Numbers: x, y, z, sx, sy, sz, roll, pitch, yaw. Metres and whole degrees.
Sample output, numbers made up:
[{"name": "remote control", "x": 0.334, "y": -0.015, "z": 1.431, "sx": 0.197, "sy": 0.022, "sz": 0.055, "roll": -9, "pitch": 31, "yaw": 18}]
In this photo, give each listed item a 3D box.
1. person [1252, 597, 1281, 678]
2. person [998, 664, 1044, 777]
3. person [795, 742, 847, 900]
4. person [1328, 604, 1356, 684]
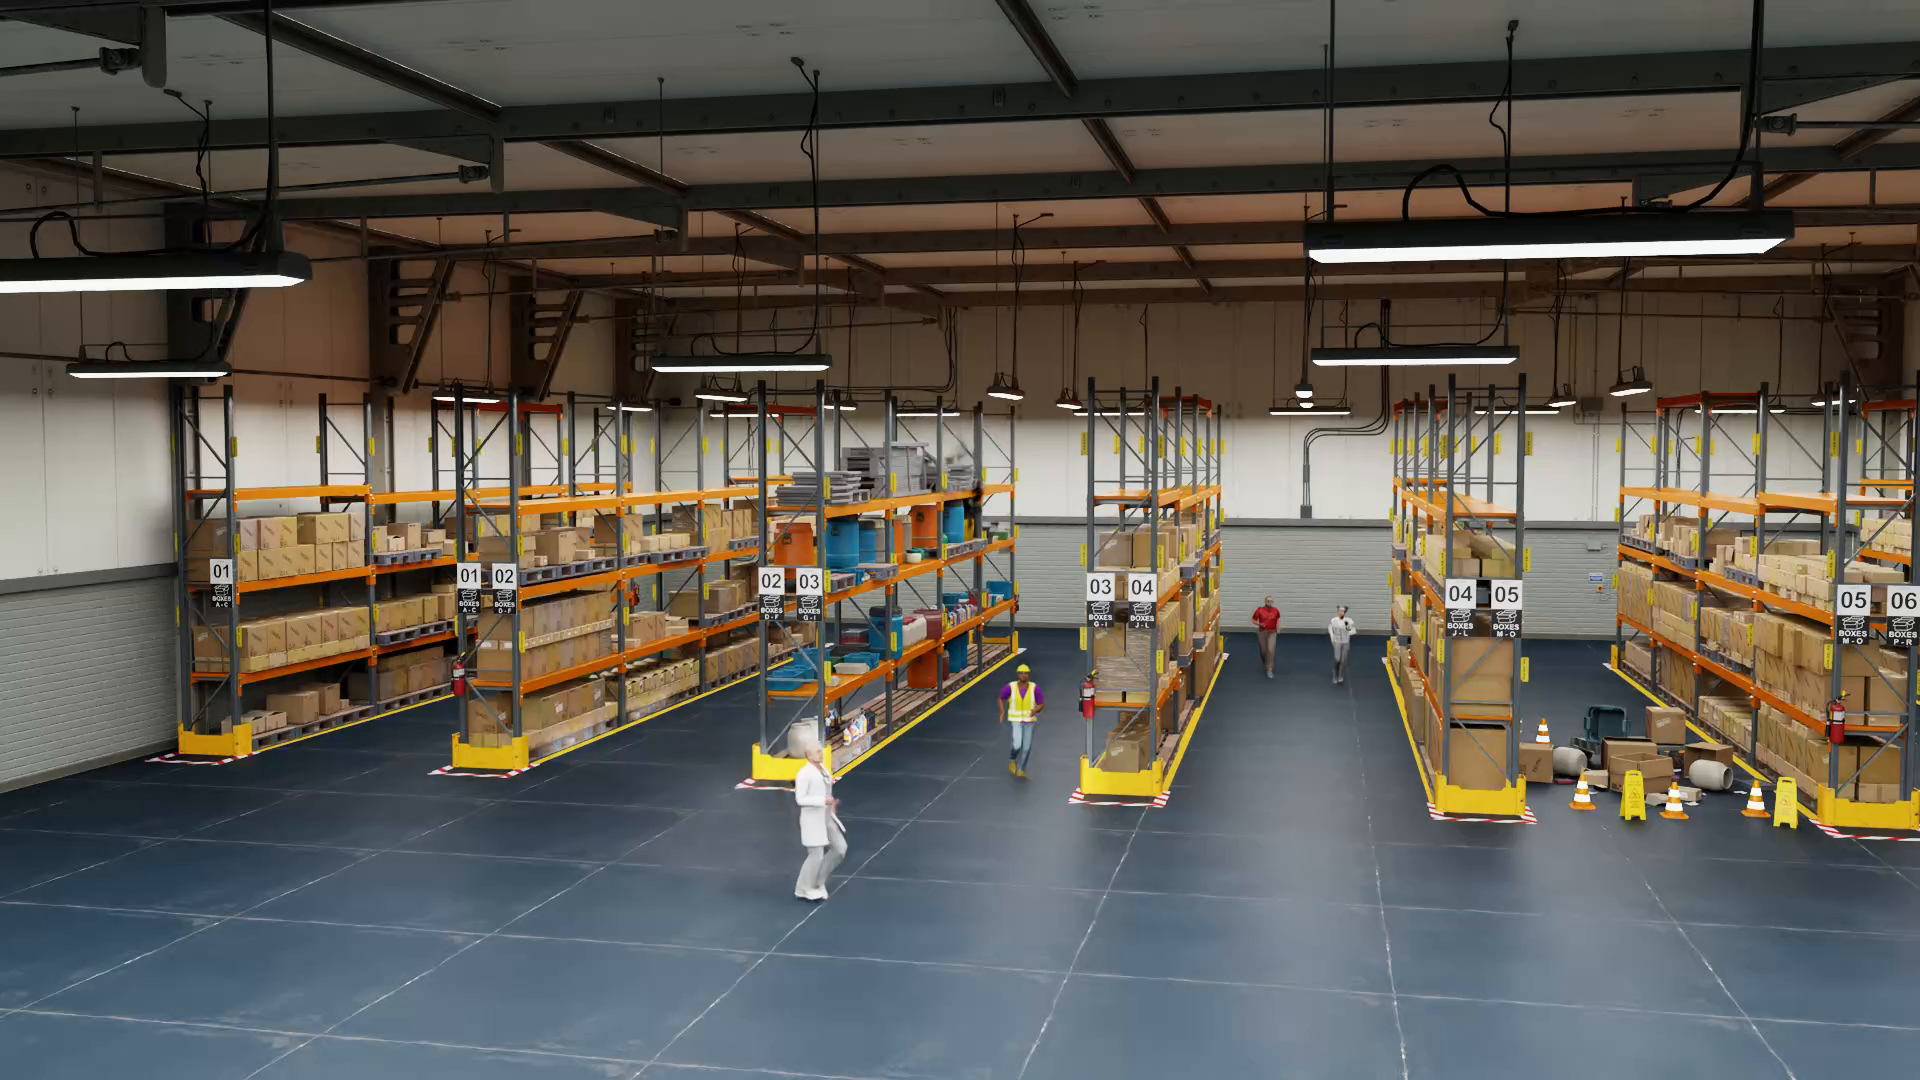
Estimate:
[{"name": "person", "x": 6.712, "y": 2.107, "z": 36.461, "sx": 0.636, "sy": 1.746, "sz": 0.907, "roll": 0, "pitch": 3, "yaw": 5}, {"name": "person", "x": 0.932, "y": 2.732, "z": 25.042, "sx": 0.685, "sy": 1.716, "sz": 0.579, "roll": 0, "pitch": 3, "yaw": -4}, {"name": "person", "x": -1.515, "y": 3.101, "z": 18.277, "sx": 0.682, "sy": 1.768, "sz": 0.693, "roll": 2, "pitch": 4, "yaw": 30}, {"name": "person", "x": 8.059, "y": 2.211, "z": 35.069, "sx": 0.584, "sy": 1.704, "sz": 0.659, "roll": 1, "pitch": 3, "yaw": 14}]
